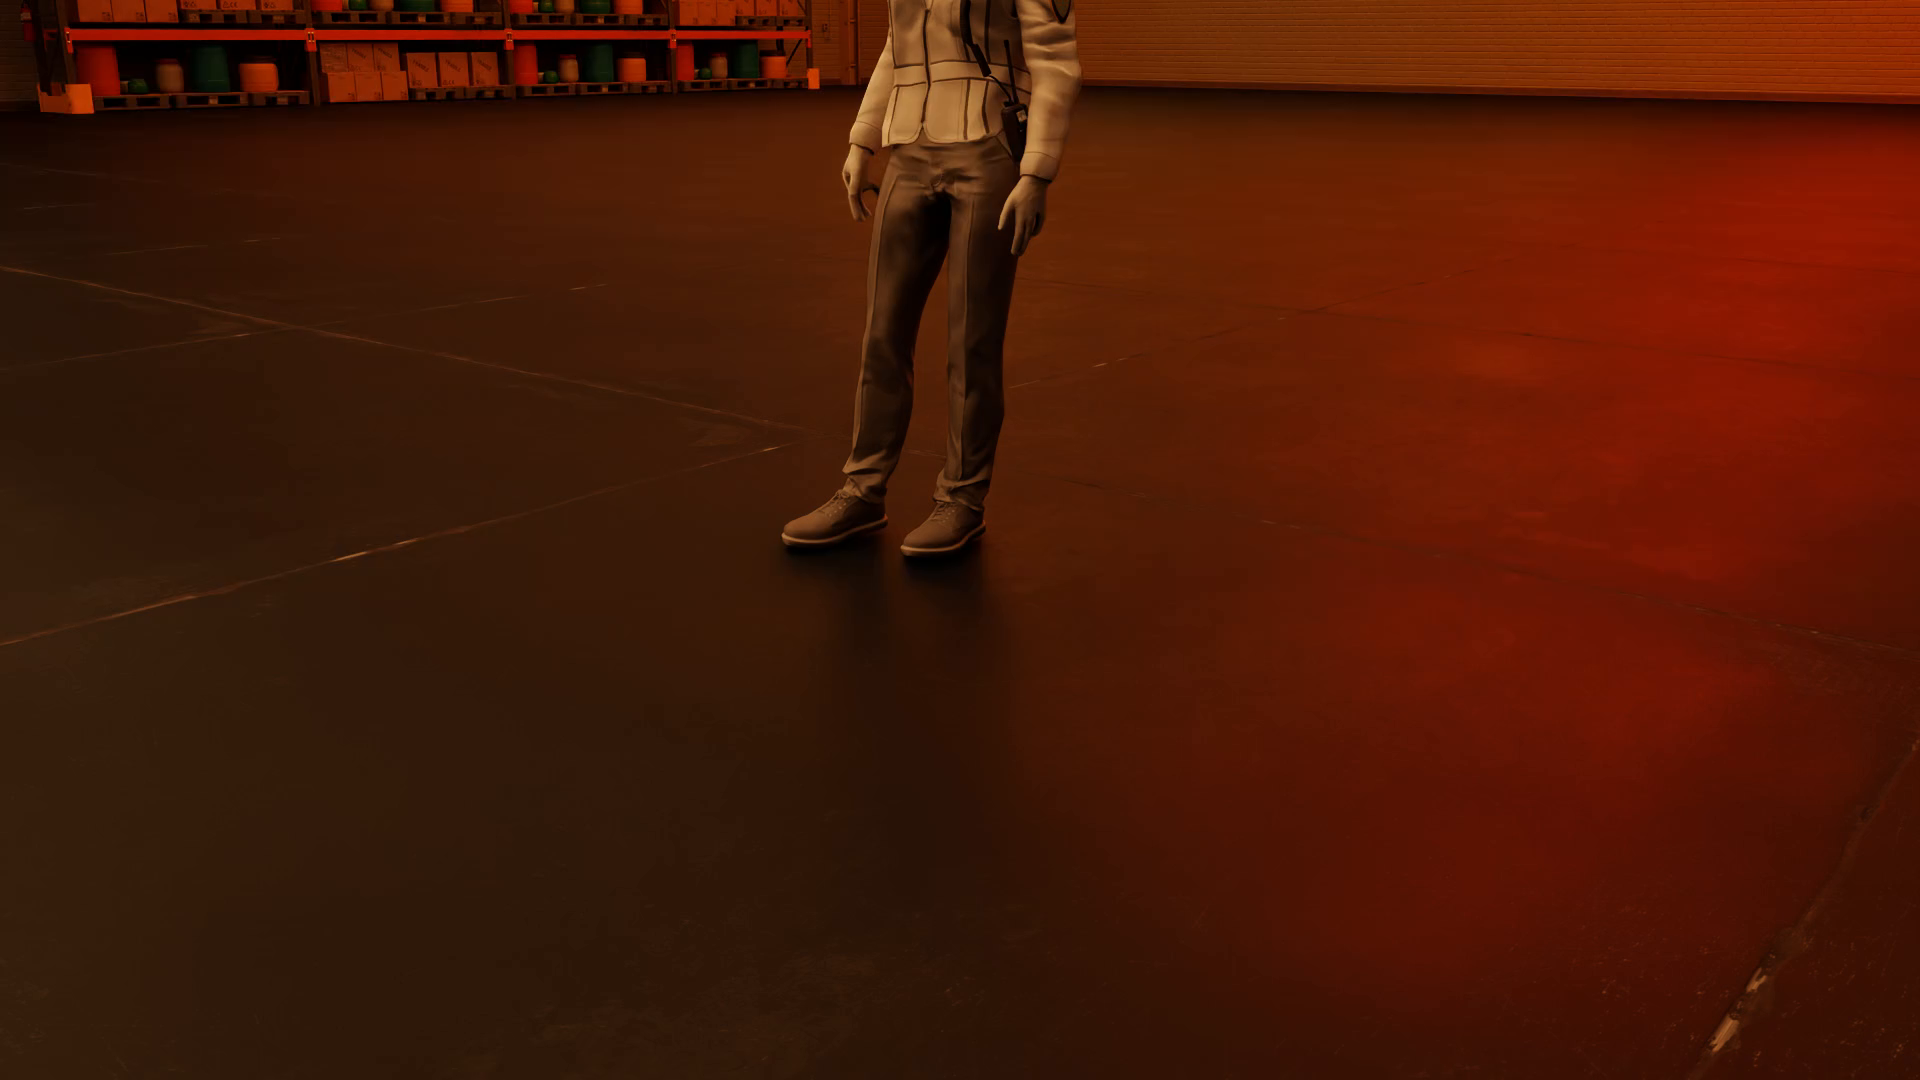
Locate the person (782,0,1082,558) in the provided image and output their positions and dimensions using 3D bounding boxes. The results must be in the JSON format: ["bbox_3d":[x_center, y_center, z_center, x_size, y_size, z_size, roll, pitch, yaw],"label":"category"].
[{"bbox_3d":[-0.049,-0.803,3.647,0.586,1.694,0.530,13,21,37],"label":"person"}]
